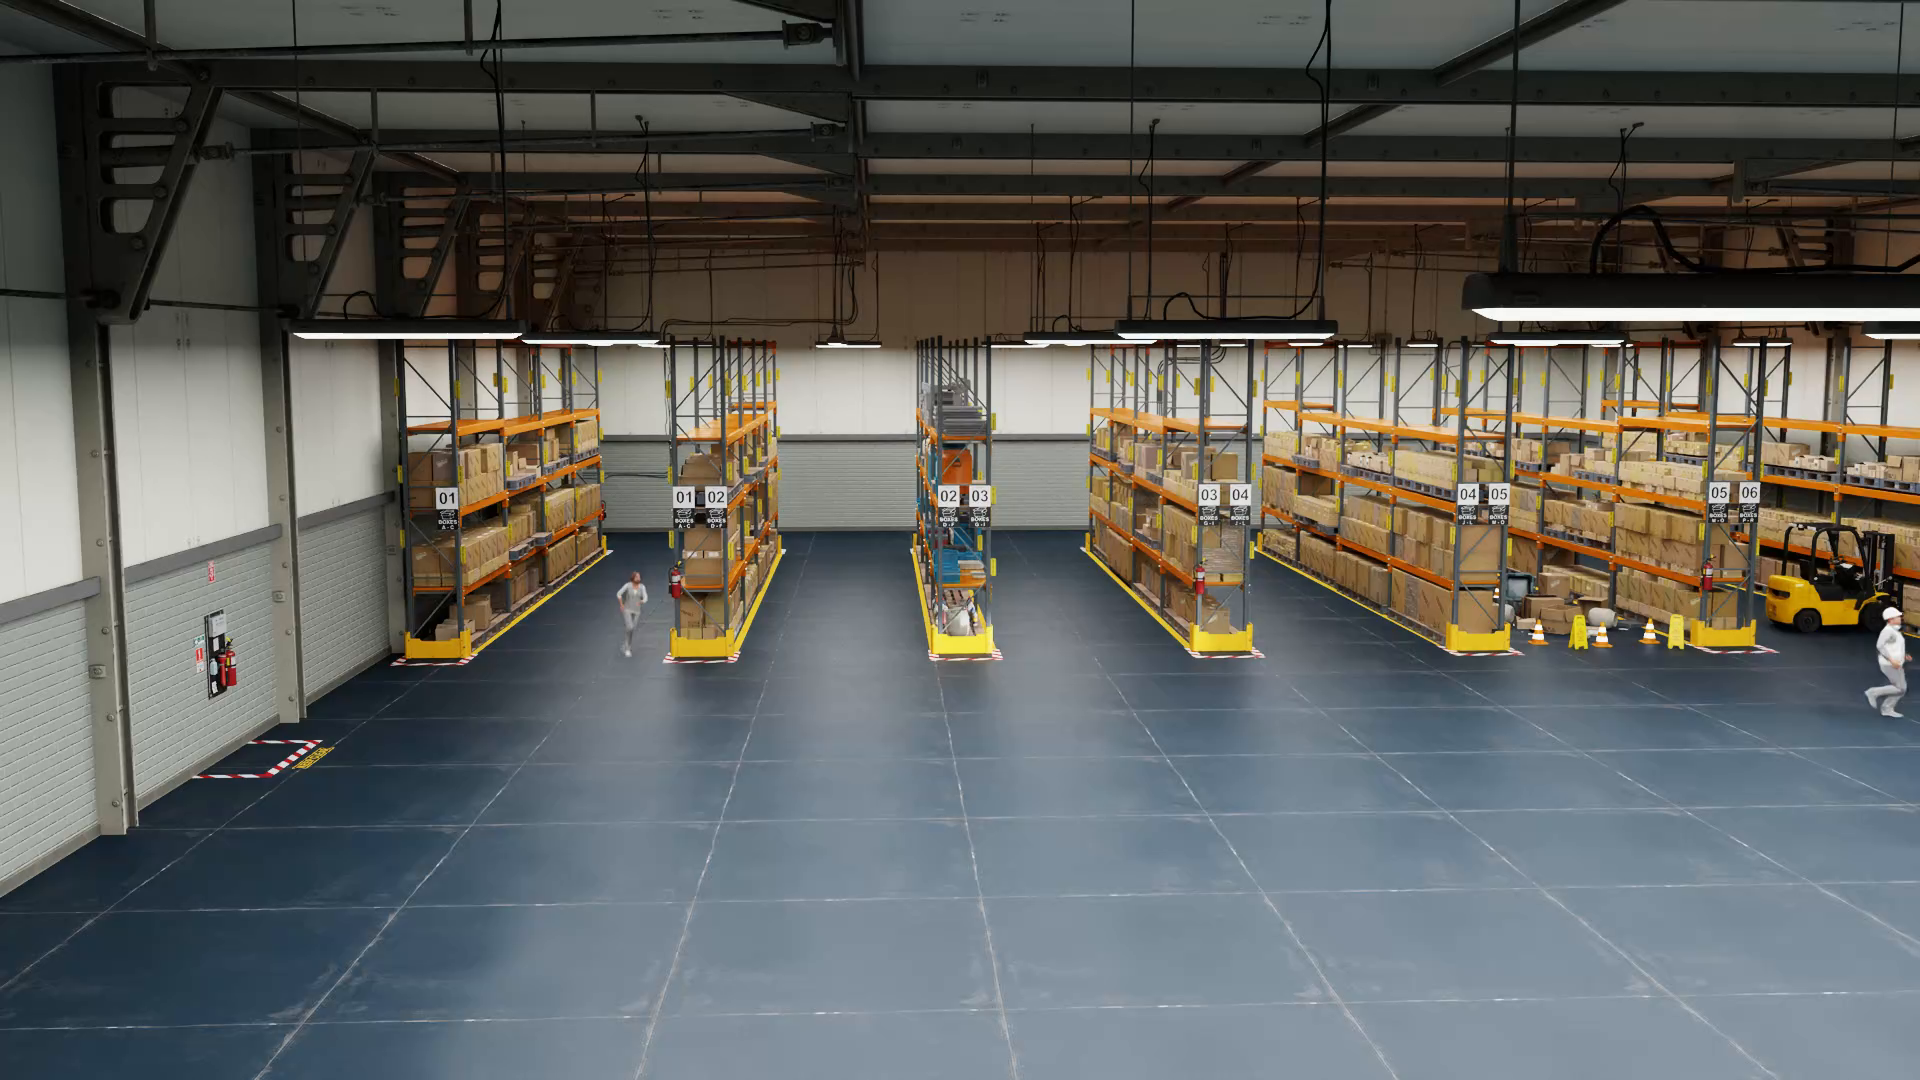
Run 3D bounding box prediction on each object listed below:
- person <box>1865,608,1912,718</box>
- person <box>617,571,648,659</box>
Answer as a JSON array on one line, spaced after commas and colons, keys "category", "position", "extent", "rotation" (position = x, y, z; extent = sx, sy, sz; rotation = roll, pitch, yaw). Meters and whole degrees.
[{"category": "person", "position": [14.567, 1.918, 26.064], "extent": [0.583, 1.729, 0.665], "rotation": [5, 8, 38]}, {"category": "person", "position": [-6.159, 1.391, 31.329], "extent": [0.517, 1.618, 0.656], "rotation": [-4, 8, -31]}]
